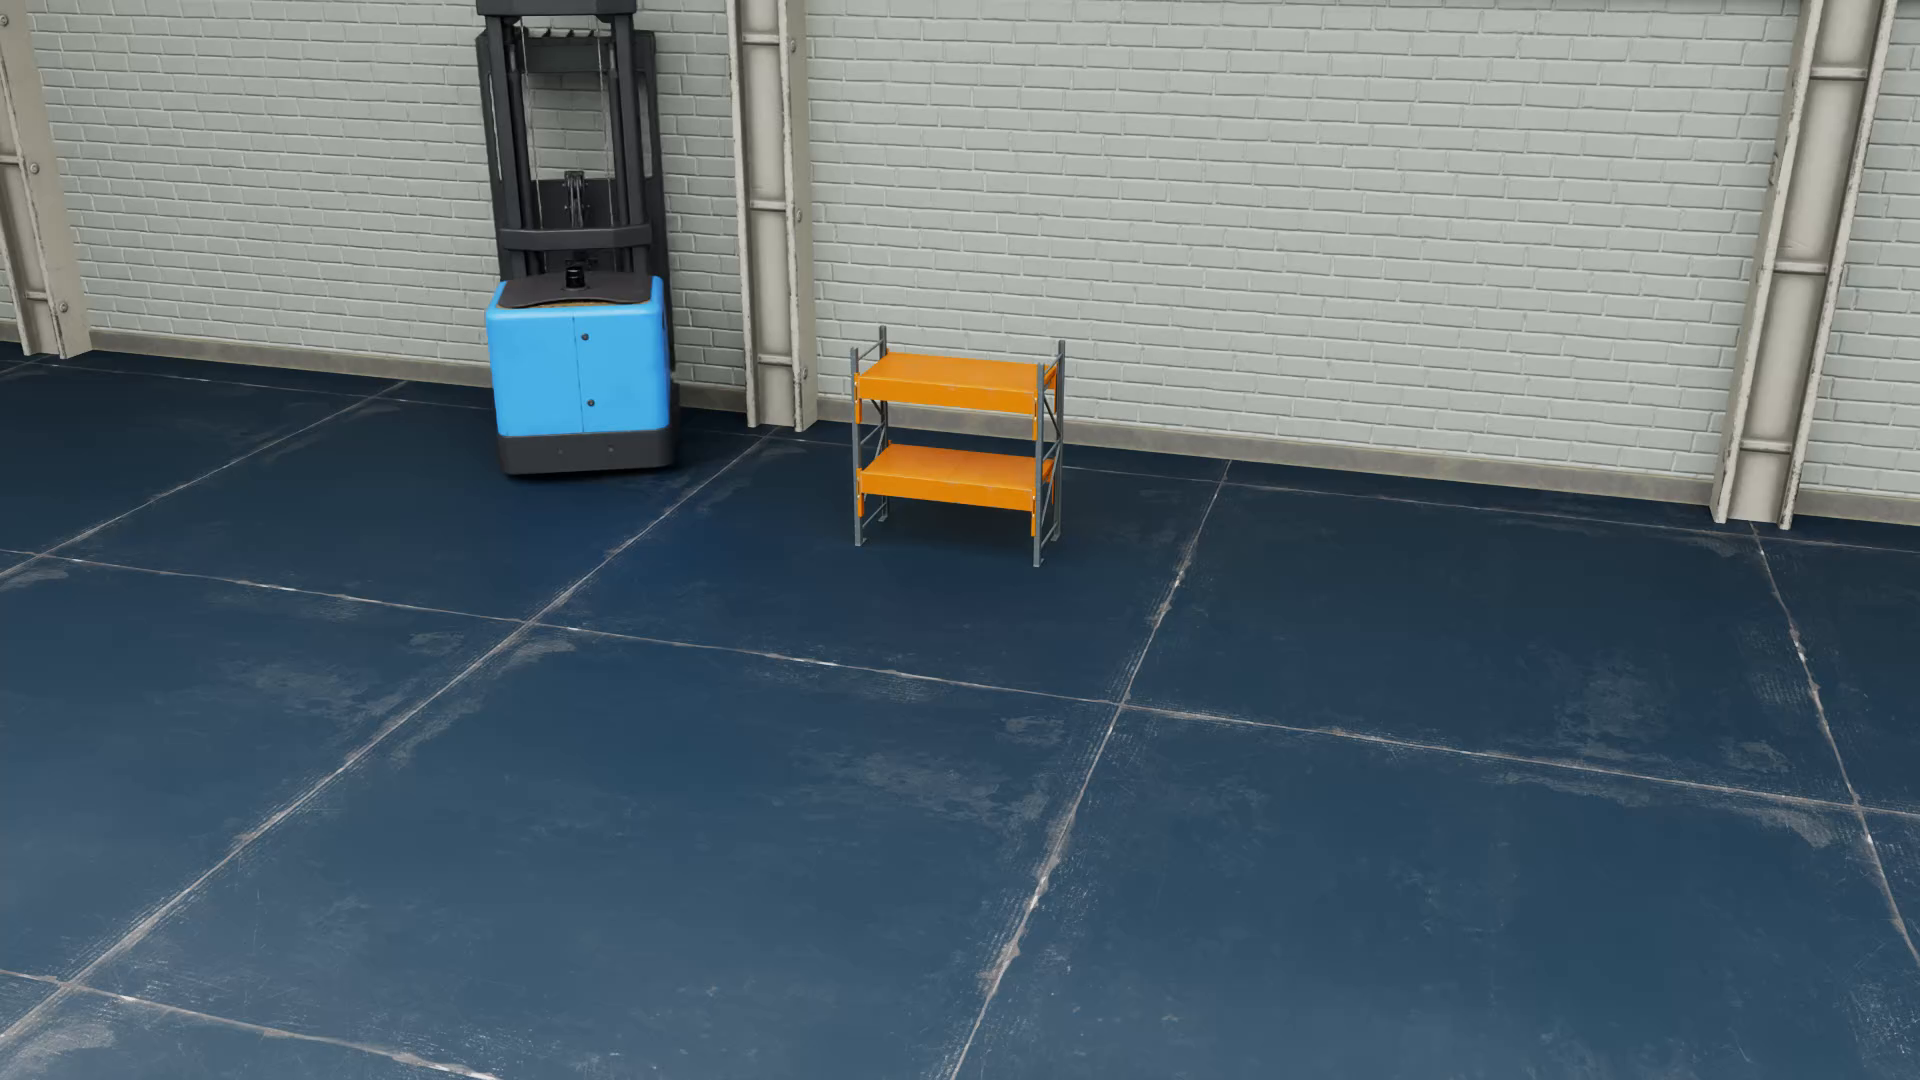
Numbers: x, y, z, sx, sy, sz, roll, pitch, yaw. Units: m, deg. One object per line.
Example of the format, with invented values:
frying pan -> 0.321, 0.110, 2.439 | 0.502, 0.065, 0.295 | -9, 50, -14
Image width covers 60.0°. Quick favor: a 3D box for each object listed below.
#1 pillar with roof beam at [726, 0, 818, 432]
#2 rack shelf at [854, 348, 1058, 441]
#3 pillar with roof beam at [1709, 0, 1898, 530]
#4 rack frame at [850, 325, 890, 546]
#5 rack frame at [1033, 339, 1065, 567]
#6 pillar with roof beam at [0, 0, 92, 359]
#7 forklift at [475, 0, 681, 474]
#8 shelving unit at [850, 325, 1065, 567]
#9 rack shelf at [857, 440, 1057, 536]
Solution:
pillar with roof beam -> -2.433, -3.393, 5.684 | 0.400, 9.000, 9.100 | 7, 23, 16
rack shelf -> -0.006, -0.792, 8.947 | 1.000, 0.278, 0.538 | 7, 23, 16
pillar with roof beam -> 3.311, -2.735, 4.080 | 0.400, 9.000, 9.100 | 7, 23, 16
rack frame -> -0.493, -0.577, 9.194 | 0.032, 1.125, 0.500 | 7, 23, 16
rack frame -> 0.480, -0.465, 8.922 | 0.032, 1.125, 0.500 | 7, 23, 16
pillar with roof beam -> -8.177, -4.050, 7.287 | 0.400, 9.000, 9.100 | 7, 23, 16
forklift -> -2.492, -2.277, 10.958 | 1.130, 2.935, 3.031 | -3, 23, -8
shelving unit -> -0.006, -0.521, 9.058 | 1.048, 1.125, 0.538 | 7, 23, 16
rack shelf -> -0.006, -0.295, 9.151 | 1.000, 0.278, 0.538 | 7, 23, 16
